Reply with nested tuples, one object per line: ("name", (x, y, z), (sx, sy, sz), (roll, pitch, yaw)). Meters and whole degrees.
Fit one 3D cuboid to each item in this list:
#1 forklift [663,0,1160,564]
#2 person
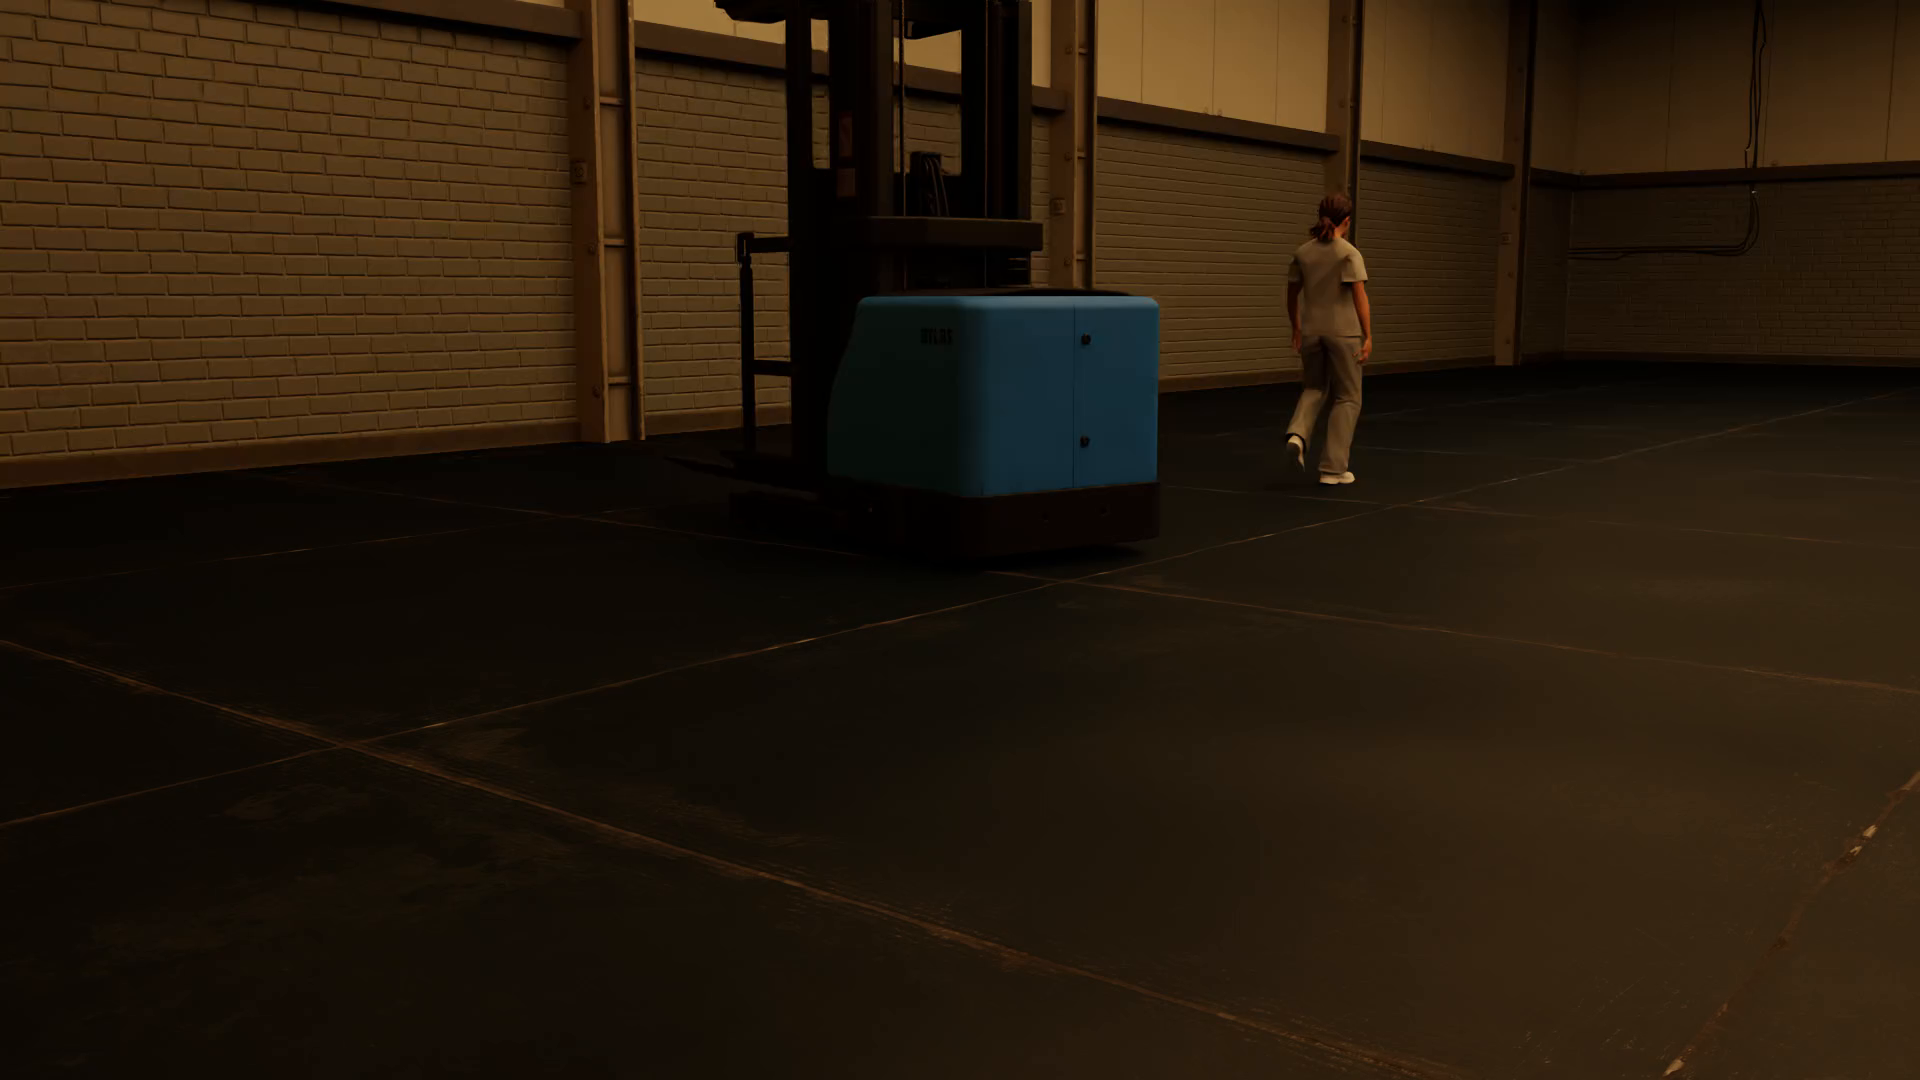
("forklift", (-0.430, -1.526, 7.708), (1.130, 2.935, 3.031), (-6, 10, -36))
("person", (2.122, -1.148, 9.549), (0.611, 1.656, 0.477), (7, 11, 40))
